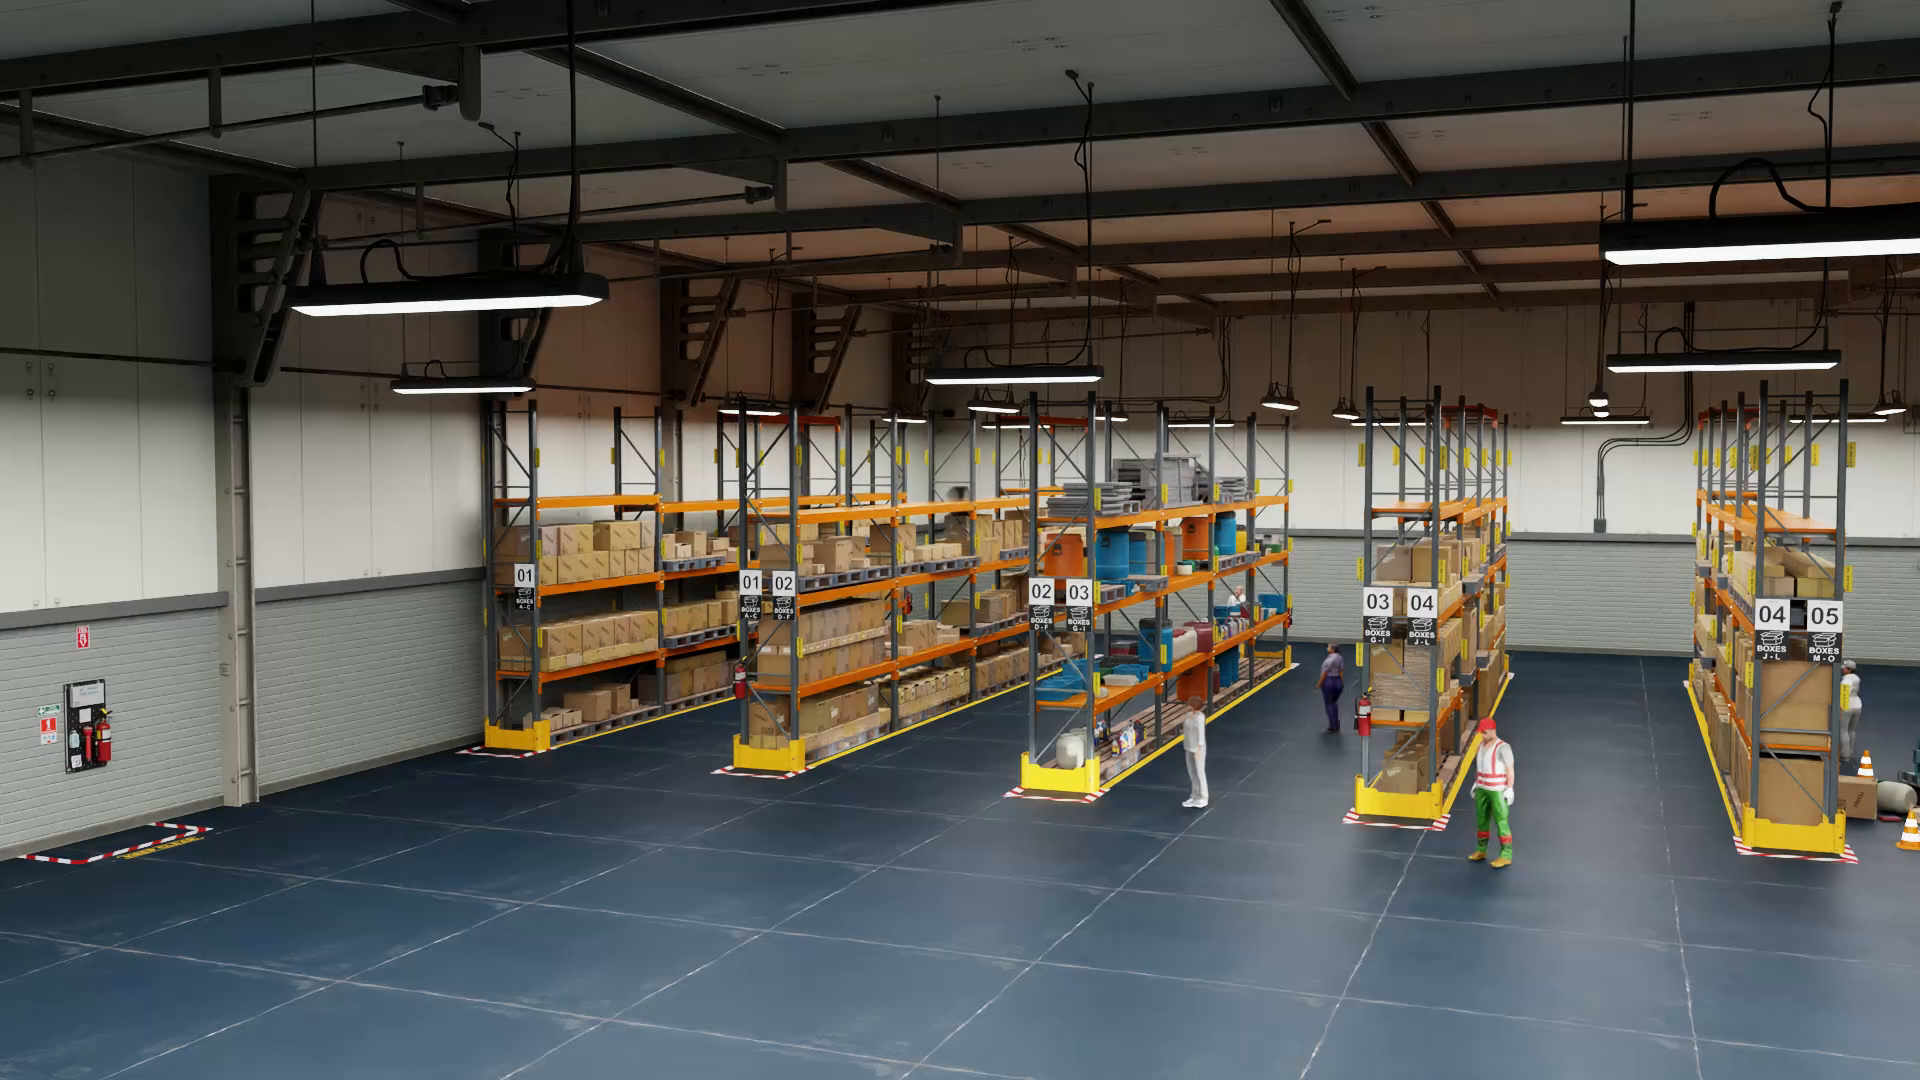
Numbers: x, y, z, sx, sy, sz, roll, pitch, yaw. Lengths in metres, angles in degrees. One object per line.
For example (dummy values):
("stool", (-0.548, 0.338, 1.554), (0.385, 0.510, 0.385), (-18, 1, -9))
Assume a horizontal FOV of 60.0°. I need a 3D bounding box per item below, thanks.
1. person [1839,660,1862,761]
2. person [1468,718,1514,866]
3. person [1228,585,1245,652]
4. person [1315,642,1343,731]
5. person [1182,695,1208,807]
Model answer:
("person", (14.696, 2.815, 27.656), (0.500, 1.654, 0.545), (-1, 3, -21))
("person", (6.537, 3.085, 20.558), (0.402, 1.782, 0.611), (-1, 3, -28))
("person", (7.127, 2.088, 42.606), (0.650, 1.856, 0.819), (1, 3, 22))
("person", (6.778, 2.711, 30.412), (0.530, 1.713, 0.524), (-1, 3, -25))
("person", (3.384, 3.047, 23.836), (0.363, 1.589, 0.466), (-1, 3, -27))
